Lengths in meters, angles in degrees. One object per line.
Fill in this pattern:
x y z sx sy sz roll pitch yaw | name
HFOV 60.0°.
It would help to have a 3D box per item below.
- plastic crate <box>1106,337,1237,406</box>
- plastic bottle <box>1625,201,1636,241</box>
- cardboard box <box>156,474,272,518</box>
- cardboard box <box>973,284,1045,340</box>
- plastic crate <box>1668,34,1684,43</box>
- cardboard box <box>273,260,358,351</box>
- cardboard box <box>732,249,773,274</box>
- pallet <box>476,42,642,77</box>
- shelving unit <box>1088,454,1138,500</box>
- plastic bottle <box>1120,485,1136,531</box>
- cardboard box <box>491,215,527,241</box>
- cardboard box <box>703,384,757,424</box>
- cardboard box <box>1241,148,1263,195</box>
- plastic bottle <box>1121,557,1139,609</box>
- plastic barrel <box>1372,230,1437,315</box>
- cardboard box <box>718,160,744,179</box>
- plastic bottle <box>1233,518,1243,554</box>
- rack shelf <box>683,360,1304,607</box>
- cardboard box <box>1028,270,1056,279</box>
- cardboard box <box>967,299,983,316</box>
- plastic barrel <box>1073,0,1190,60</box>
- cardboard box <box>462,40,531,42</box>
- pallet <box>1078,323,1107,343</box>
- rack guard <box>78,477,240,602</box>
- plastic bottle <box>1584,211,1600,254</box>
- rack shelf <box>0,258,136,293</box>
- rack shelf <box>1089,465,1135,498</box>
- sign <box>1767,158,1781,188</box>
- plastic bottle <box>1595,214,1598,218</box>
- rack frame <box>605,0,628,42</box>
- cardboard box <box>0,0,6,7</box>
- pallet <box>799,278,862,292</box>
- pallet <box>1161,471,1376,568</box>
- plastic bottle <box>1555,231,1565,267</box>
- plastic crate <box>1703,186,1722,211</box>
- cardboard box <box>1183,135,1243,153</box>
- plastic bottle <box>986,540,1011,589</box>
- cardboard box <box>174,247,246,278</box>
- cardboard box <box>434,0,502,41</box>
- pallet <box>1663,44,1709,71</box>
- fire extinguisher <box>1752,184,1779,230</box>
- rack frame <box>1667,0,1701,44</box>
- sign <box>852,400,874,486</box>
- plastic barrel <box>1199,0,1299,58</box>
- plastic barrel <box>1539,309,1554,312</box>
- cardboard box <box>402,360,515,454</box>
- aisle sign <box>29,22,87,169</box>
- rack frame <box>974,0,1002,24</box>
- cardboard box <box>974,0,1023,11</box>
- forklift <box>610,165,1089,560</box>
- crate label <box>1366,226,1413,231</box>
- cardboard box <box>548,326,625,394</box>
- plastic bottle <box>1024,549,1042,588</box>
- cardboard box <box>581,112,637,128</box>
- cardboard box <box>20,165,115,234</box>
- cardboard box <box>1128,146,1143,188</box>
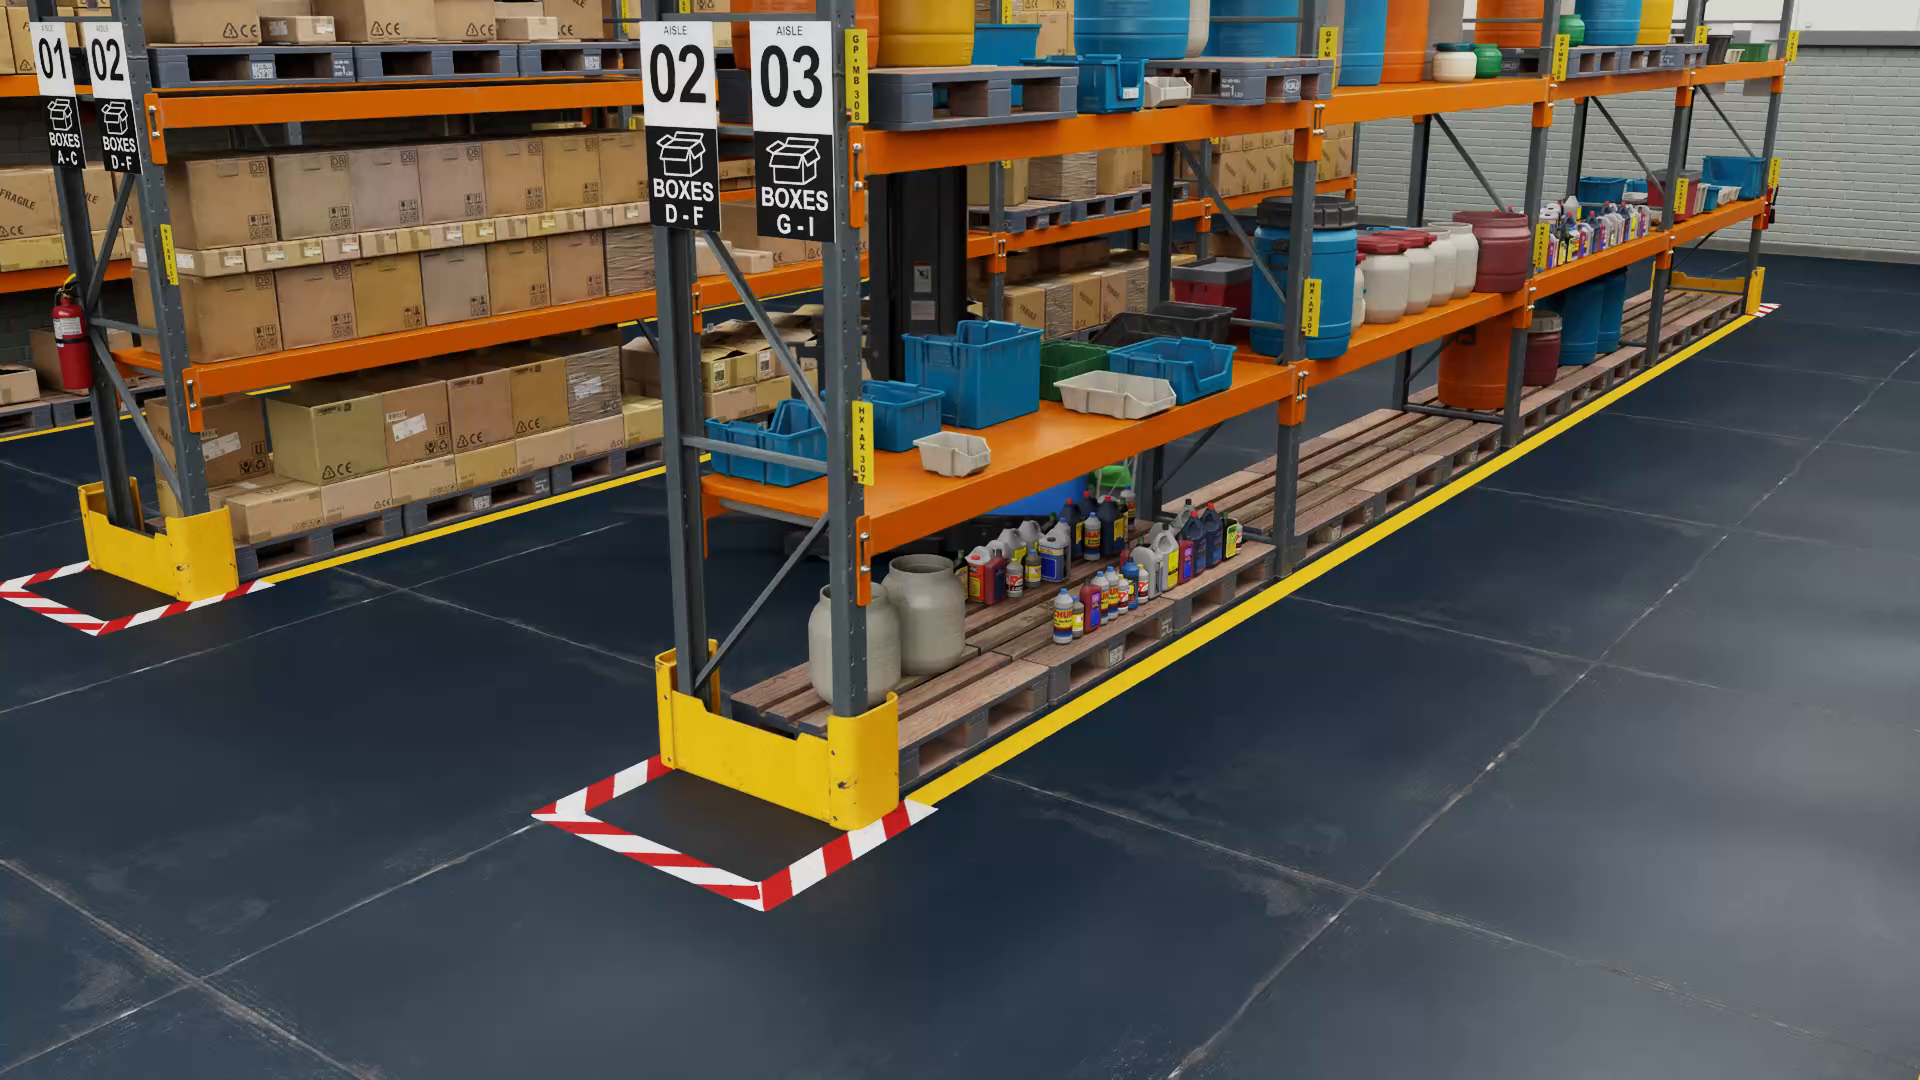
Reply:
1.128 -0.911 8.869 0.499 0.251 0.616 12 21 35 | plastic crate
6.051 -2.898 15.103 0.144 0.351 0.185 12 21 35 | plastic bottle
-4.707 -0.284 10.529 0.500 0.250 0.500 12 21 35 | cardboard box
0.478 -2.196 16.232 0.500 0.500 0.500 14 22 37 | cardboard box
7.151 -5.054 17.103 0.437 0.282 0.530 12 21 35 | plastic crate
-4.192 -1.499 10.346 0.700 0.500 0.500 13 22 36 | cardboard box
-1.714 -2.224 13.273 0.380 0.149 0.250 12 21 35 | cardboard box
-2.894 -3.352 11.572 1.003 0.211 1.213 12 21 35 | pallet
1.014 -0.660 10.818 0.258 1.200 0.503 4 17 -1 | shelving unit
1.028 -0.202 10.195 0.097 0.271 0.097 0 17 0 | plastic bottle
-3.154 -2.122 11.258 0.380 0.149 0.250 13 22 36 | cardboard box
-1.967 -1.109 13.186 0.500 0.250 0.500 12 21 33 | cardboard box
3.186 -4.318 19.424 0.500 0.500 0.500 13 21 36 | cardboard box
0.901 0.222 8.830 0.097 0.271 0.097 0 17 0 | plastic bottle
3.011 -1.825 11.334 0.433 0.535 0.433 0 17 0 | plastic barrel
-2.892 -4.508 19.497 0.500 0.500 0.500 12 21 34 | cardboard box
1.604 -0.026 9.745 0.097 0.201 0.097 0 17 0 | plastic bottle
0.378 -0.473 8.423 1.077 0.370 4.000 12 21 35 | rack shelf
0.655 -2.526 17.293 0.500 0.500 0.500 12 21 33 | cardboard box
-0.137 -2.109 15.461 0.500 0.311 0.500 13 22 36 | cardboard box
0.891 -2.948 8.567 0.600 0.901 0.708 12 21 35 | plastic barrel
-4.850 -5.196 17.151 0.797 0.503 0.637 16 24 42 | cardboard box
1.180 -2.251 17.636 1.003 0.211 1.213 12 21 35 | pallet
-4.804 -0.017 9.957 1.175 0.500 0.348 12 21 35 | rack guard
5.395 -2.636 14.258 0.144 0.351 0.185 12 21 35 | plastic bottle
-7.578 -2.224 14.061 1.077 0.370 4.000 12 21 35 | rack shelf
0.993 -0.370 10.908 0.258 0.148 0.480 4 17 -1 | rack shelf
9.171 -4.136 18.730 0.100 0.325 0.005 12 21 35 | sign
5.651 -2.765 14.806 0.097 0.271 0.097 0 17 0 | plastic bottle
-4.003 -6.862 17.666 1.000 3.000 0.127 12 21 35 | rack frame
-7.710 -4.342 12.722 0.500 0.500 0.500 13 22 36 | cardboard box
-2.019 -3.421 21.403 1.003 0.211 1.213 12 21 35 | pallet
2.006 -0.156 10.889 1.003 0.211 1.213 12 21 35 | pallet
4.863 -2.370 13.515 0.061 0.283 0.133 12 21 35 | plastic bottle
7.702 -3.566 17.349 0.416 0.233 0.300 12 21 35 | plastic crate
2.867 -4.663 18.846 0.500 0.500 0.500 13 22 36 | cardboard box
0.183 0.147 9.064 0.152 0.276 0.135 12 21 33 | plastic bottle
-4.383 -1.630 9.672 0.380 0.149 0.250 12 21 34 | cardboard box
-3.489 -3.549 10.938 0.797 0.503 0.637 15 23 41 | cardboard box
5.948 -4.337 14.913 1.213 0.211 1.003 12 21 35 | pallet
9.175 -3.892 18.978 0.296 0.674 0.183 12 21 35 | fire extinguisher
6.336 -6.064 15.097 1.000 3.000 0.127 12 21 35 | rack frame
-0.374 -0.375 6.425 0.100 0.325 0.005 12 21 35 | sign
1.698 -3.125 9.845 0.600 0.901 0.708 12 21 35 | plastic barrel
5.168 -1.797 14.960 0.421 0.512 0.421 0 17 0 | plastic barrel
-3.395 -0.908 11.272 0.500 0.500 0.500 12 21 35 | cardboard box
-5.065 -2.495 9.335 0.394 0.787 0.004 12 21 35 | aisle sign
-0.023 -5.987 14.850 1.000 3.000 0.127 12 21 35 | rack frame
0.242 -5.183 15.463 0.500 0.500 0.500 12 21 35 | cardboard box
-0.690 -1.429 10.405 3.031 2.935 1.130 1 17 4 | forklift
3.144 -2.074 12.305 0.502 0.435 0.616 12 21 35 | crate label
-2.934 -1.360 12.729 0.500 0.500 0.500 12 21 35 | cardboard box
0.402 0.153 9.169 0.097 0.201 0.097 0 17 0 | plastic bottle
-3.941 -4.708 18.878 0.500 0.250 0.500 13 22 36 | cardboard box
-7.331 -2.811 13.692 0.500 0.500 0.500 13 22 36 | cardboard box
1.540 -4.075 17.931 0.500 0.500 0.700 -16 23 -42 | cardboard box
